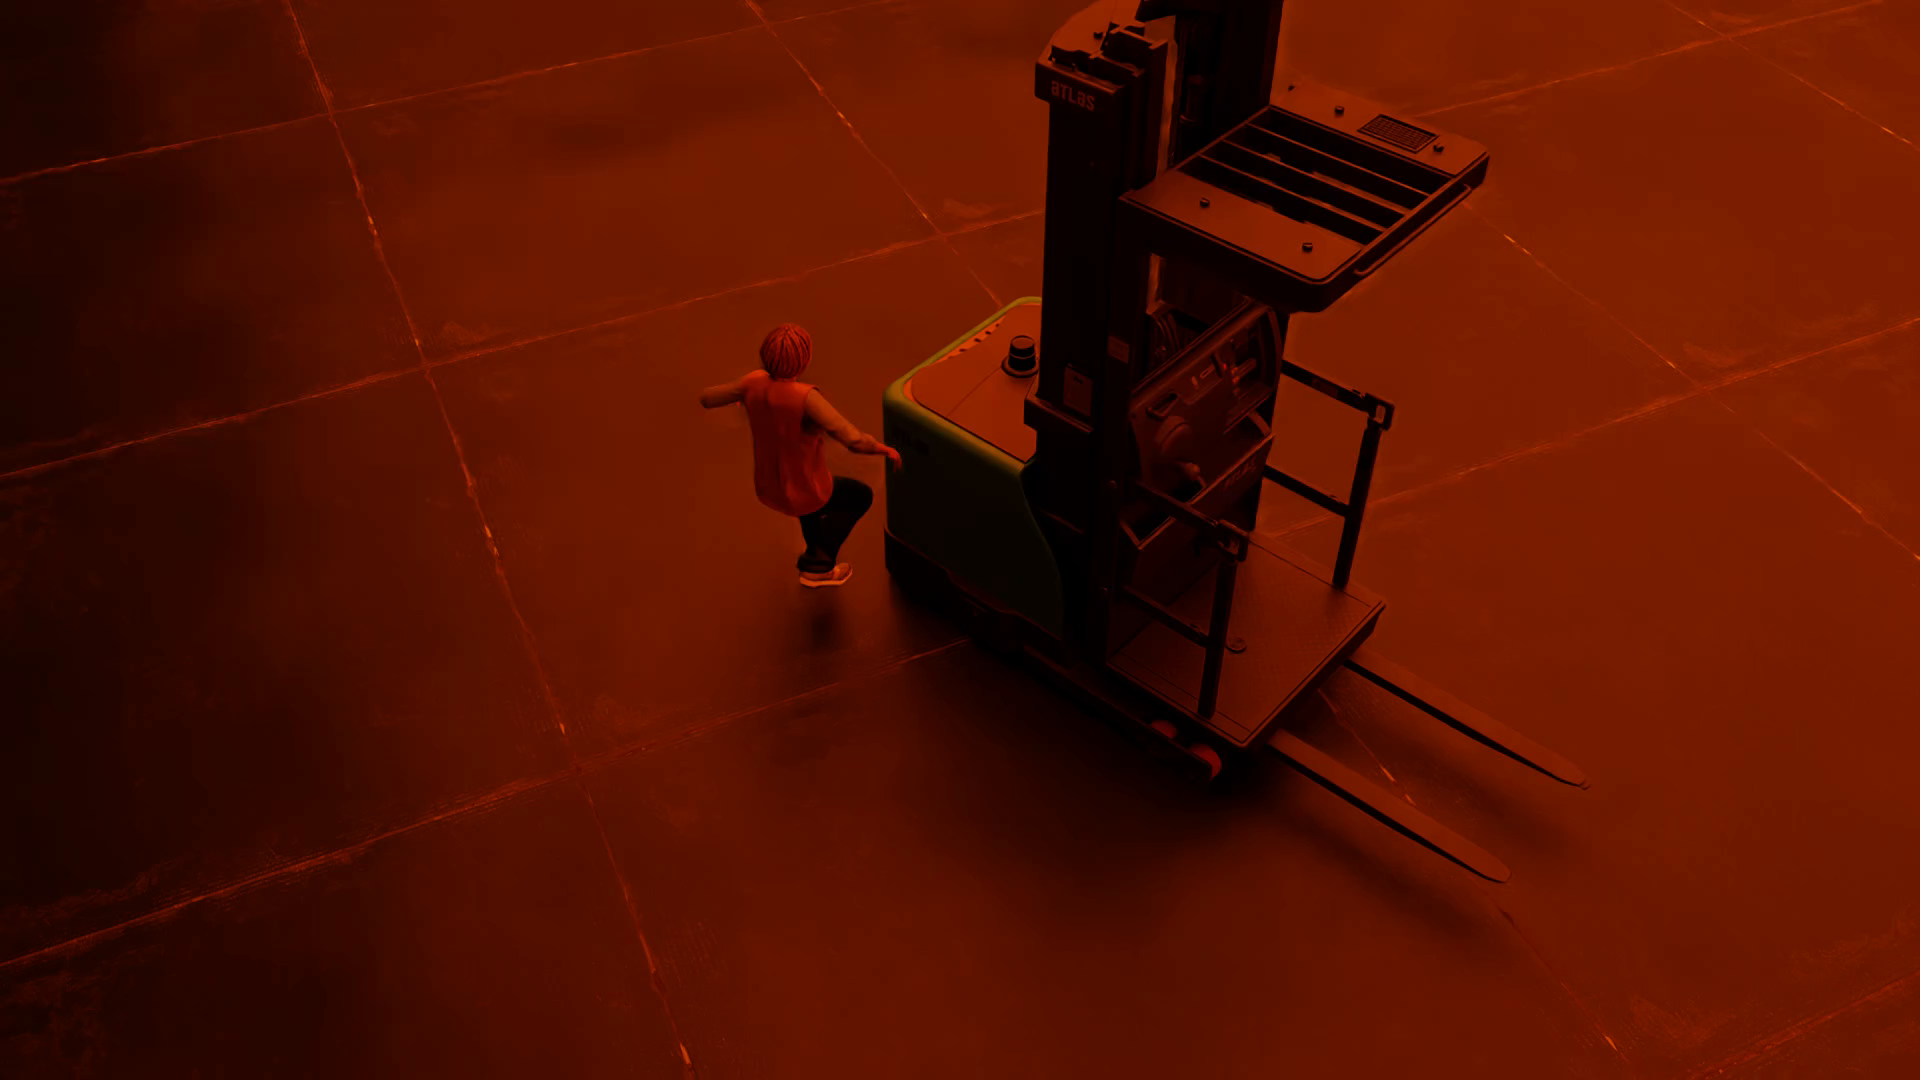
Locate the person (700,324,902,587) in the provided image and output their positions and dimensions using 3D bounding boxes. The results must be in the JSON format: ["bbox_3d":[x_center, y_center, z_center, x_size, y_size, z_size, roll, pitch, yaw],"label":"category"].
[{"bbox_3d":[-0.615,-0.379,7.140,0.887,1.476,0.682,26,49,25],"label":"person"}]

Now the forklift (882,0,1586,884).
[{"bbox_3d":[1.097,-0.493,6.208,3.031,2.935,1.130,31,51,29],"label":"forklift"}]
